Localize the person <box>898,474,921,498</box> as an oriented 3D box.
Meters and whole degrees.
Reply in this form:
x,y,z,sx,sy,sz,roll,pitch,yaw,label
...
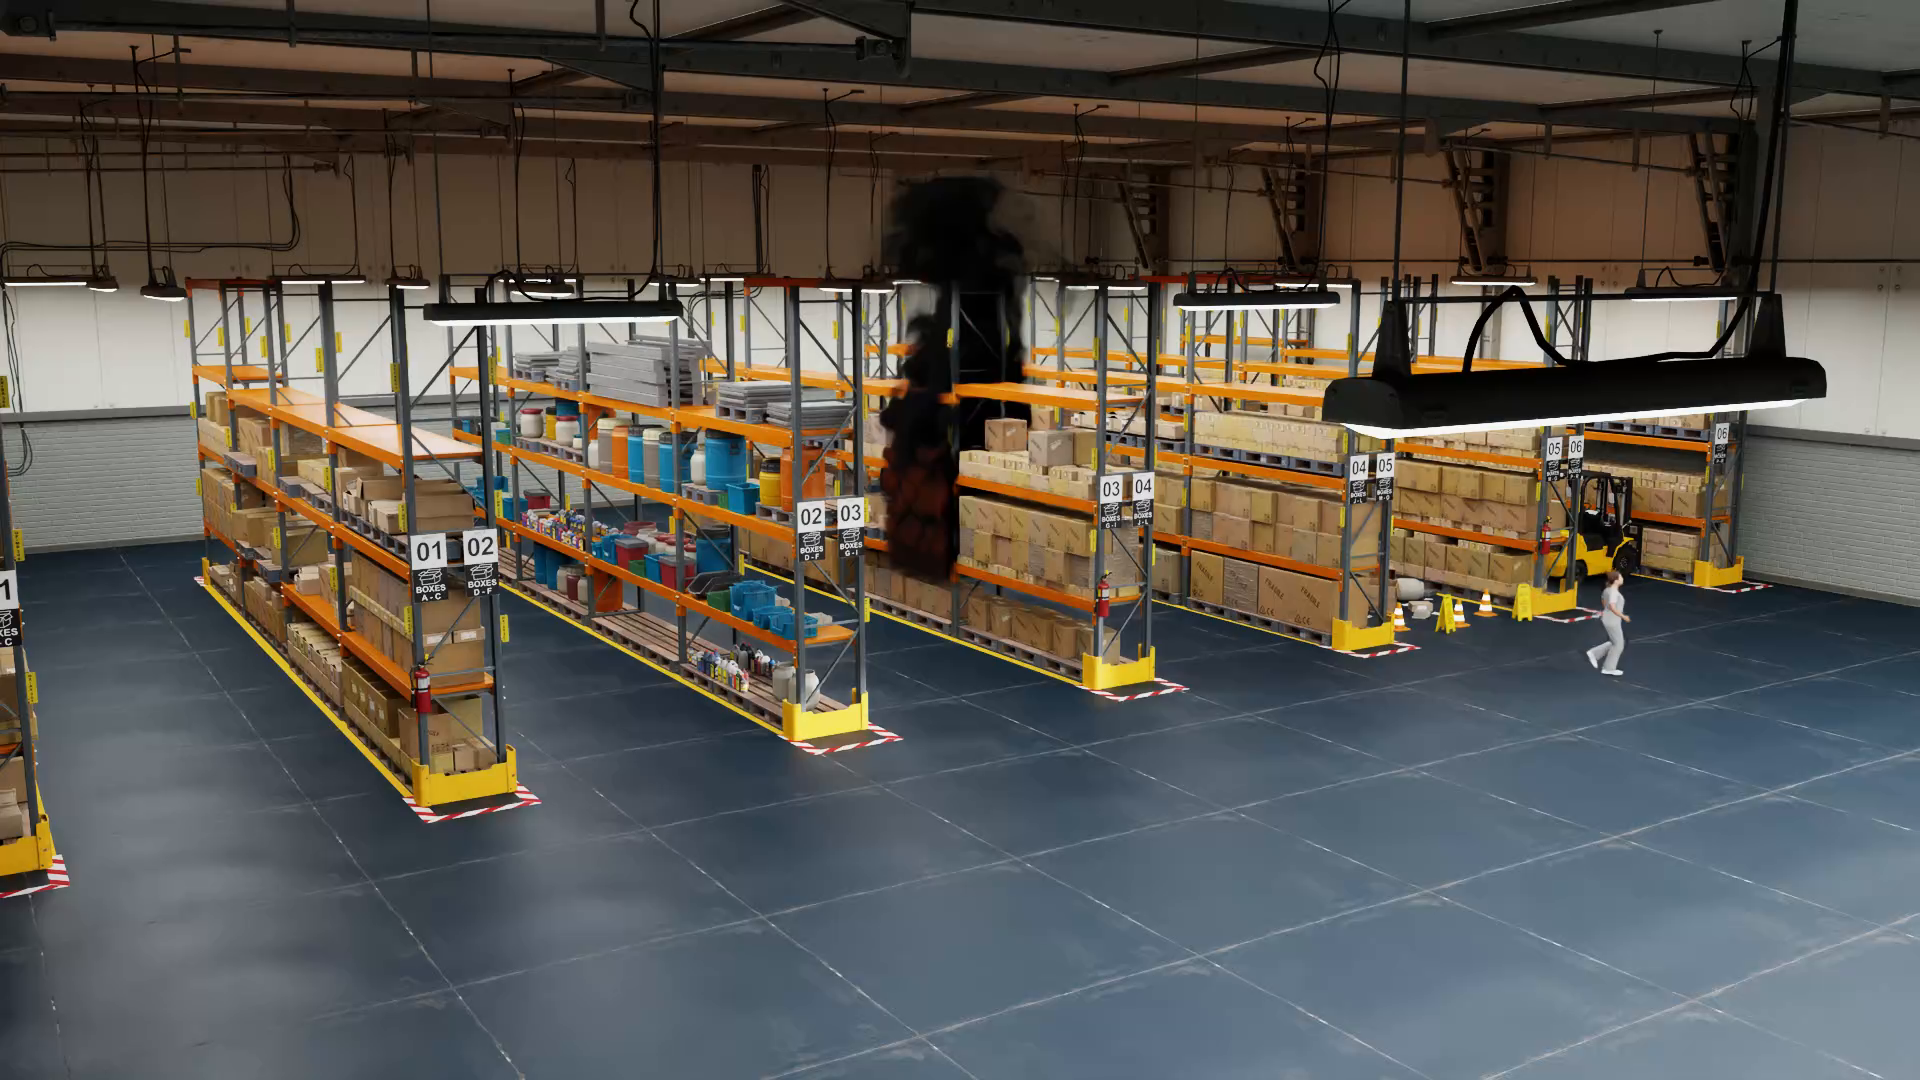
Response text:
x,y,z,sx,sy,sz,roll,pitch,yaw,label
-1.055,-0.643,36.630,0.657,1.767,0.730,-5,11,-27,person

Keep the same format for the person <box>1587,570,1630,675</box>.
x,y,z,sx,sy,sz,roll,pitch,yaw,label
9.972,1.269,25.544,0.566,1.634,0.572,2,10,11,person
